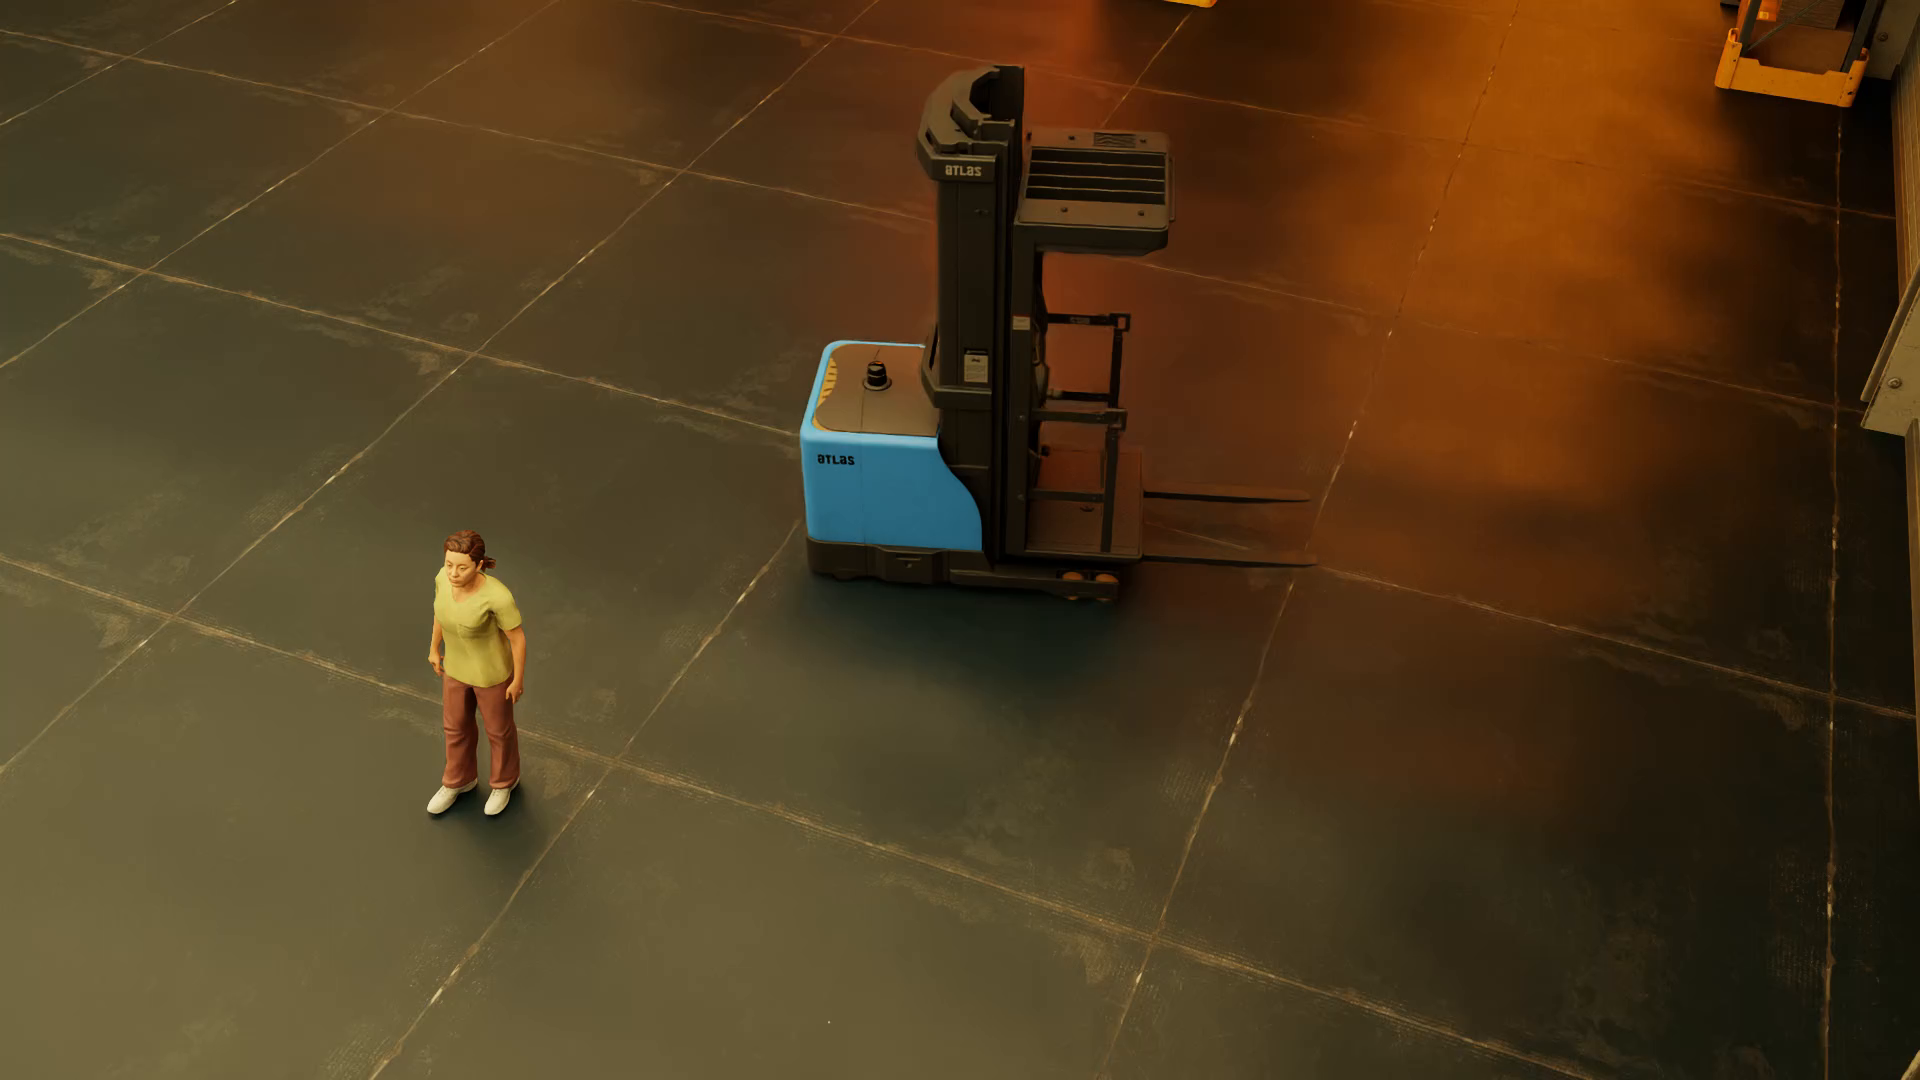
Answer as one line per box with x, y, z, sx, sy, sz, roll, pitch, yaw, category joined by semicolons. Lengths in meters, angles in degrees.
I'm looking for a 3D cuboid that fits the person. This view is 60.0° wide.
-2.403;0.682;8.158;0.554;1.676;0.550;16;42;18;person

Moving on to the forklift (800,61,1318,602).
0.628;-1.119;9.343;3.031;2.935;1.130;4;40;4;forklift
